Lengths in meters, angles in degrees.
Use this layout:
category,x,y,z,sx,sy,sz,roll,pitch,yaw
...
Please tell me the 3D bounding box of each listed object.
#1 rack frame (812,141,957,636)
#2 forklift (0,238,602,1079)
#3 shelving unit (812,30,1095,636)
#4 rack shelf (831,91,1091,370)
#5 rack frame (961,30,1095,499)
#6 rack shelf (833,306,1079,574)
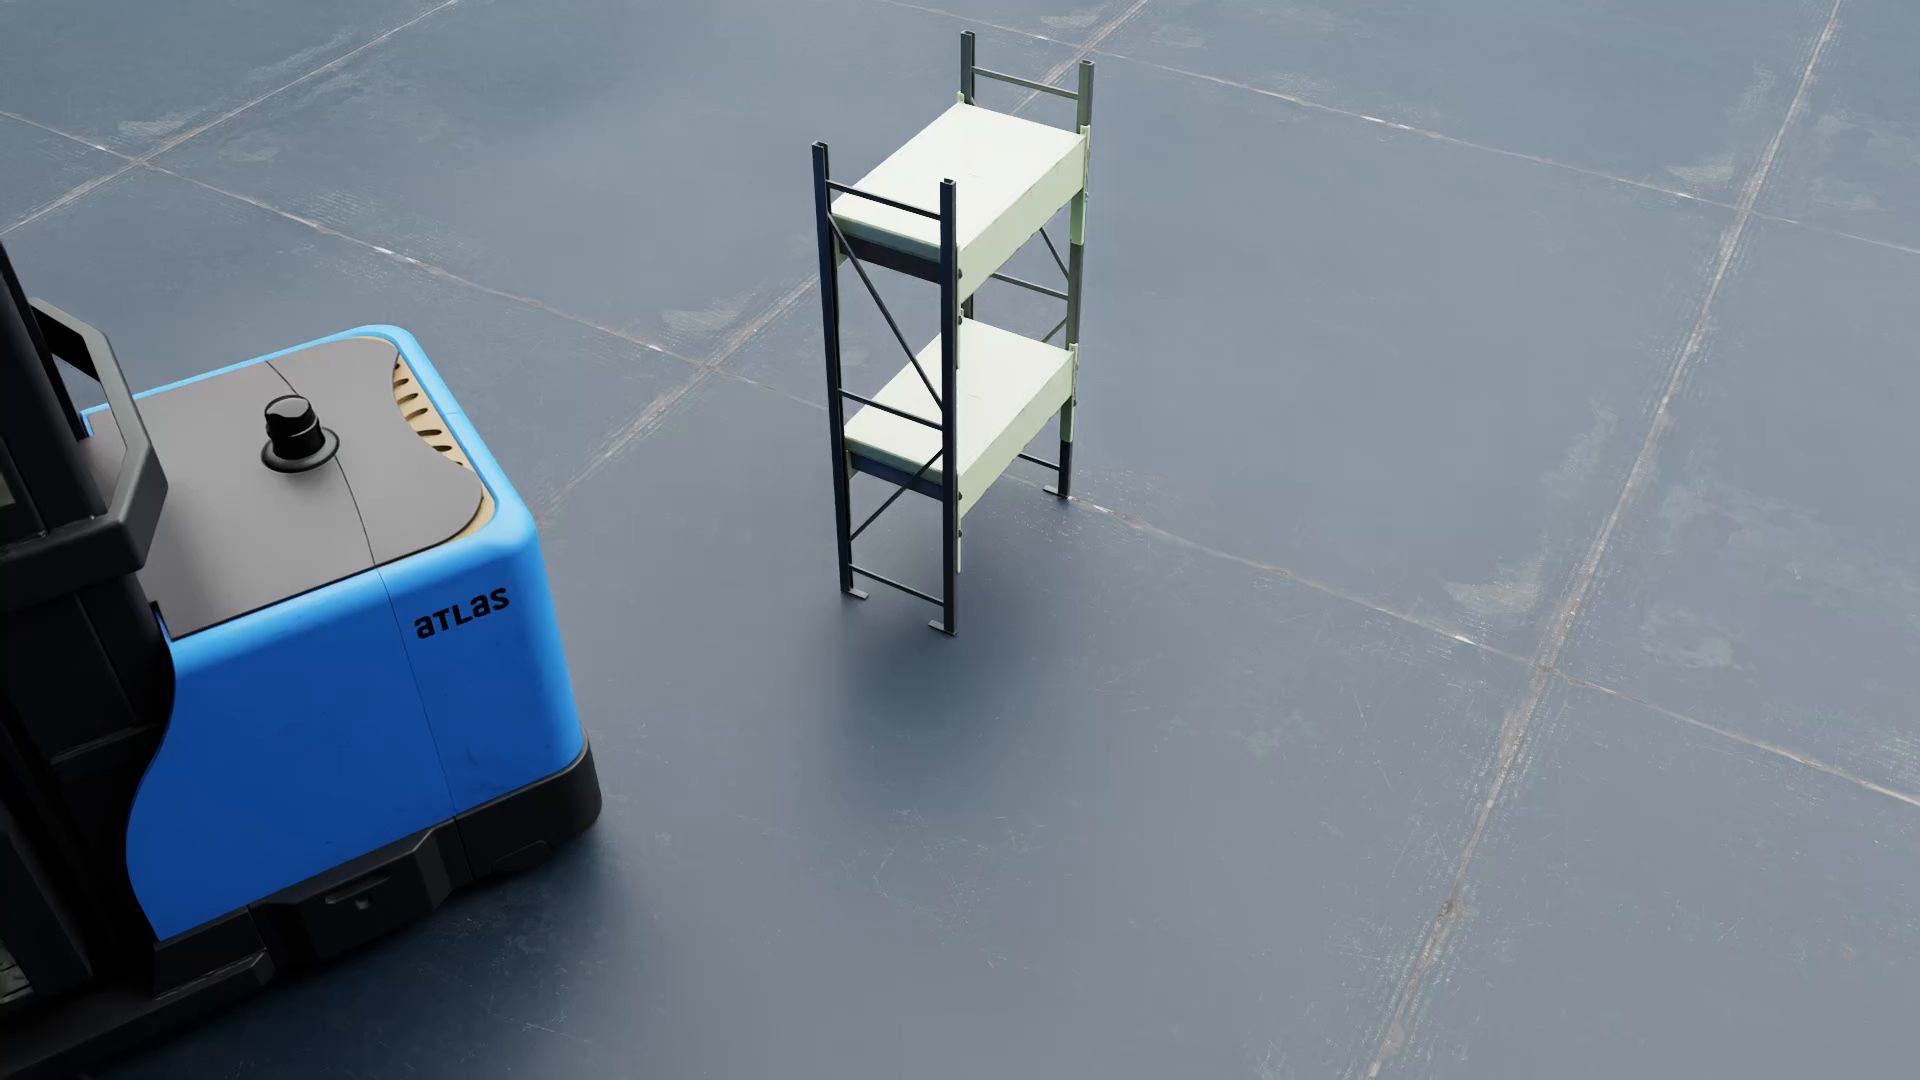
category,x,y,z,sx,sy,sz,roll,pitch,yaw
rack frame,-0.186,-0.350,4.512,0.400,1.500,0.023,21,45,22
forklift,-2.459,-0.088,3.132,3.031,2.935,1.130,-22,46,-23
shelving unit,-0.003,-0.559,4.750,0.431,1.500,0.755,21,45,22
rack shelf,-0.003,-0.852,4.492,0.431,0.370,0.720,21,45,22
rack frame,0.180,-0.768,4.988,0.400,1.500,0.023,21,45,22
rack shelf,-0.003,-0.314,4.965,0.431,0.370,0.720,21,45,22
